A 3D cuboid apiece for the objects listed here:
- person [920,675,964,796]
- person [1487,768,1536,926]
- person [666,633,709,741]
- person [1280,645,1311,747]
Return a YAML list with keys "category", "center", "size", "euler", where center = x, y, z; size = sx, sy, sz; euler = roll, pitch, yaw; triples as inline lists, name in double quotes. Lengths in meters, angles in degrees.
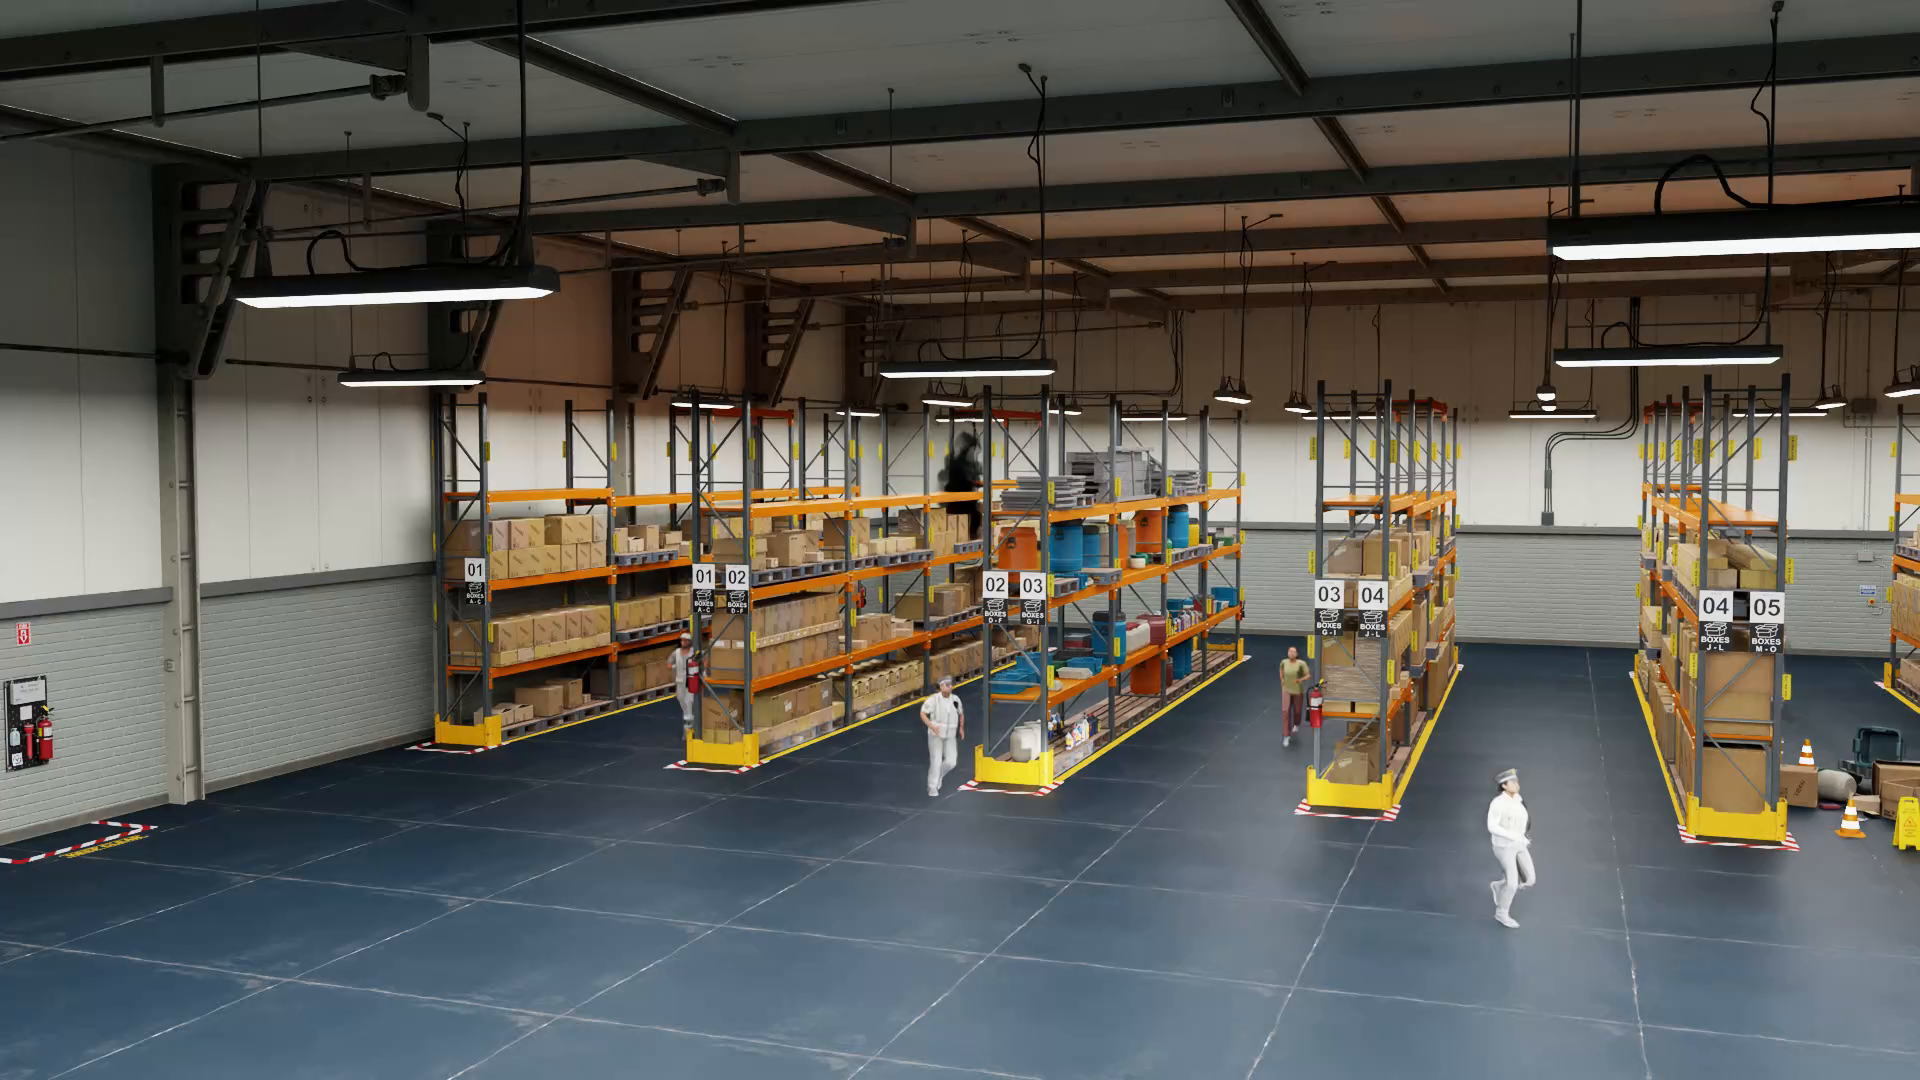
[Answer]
- category: "person"
  center: [-0.222, 2.845, 24.279]
  size: [0.709, 1.741, 0.501]
  euler: [-1, 3, -23]
- category: "person"
  center: [5.834, 3.239, 17.573]
  size: [0.658, 1.665, 0.530]
  euler: [-2, 4, -37]
- category: "person"
  center: [-4.799, 2.540, 29.183]
  size: [0.662, 1.846, 0.836]
  euler: [1, 3, 12]
- category: "person"
  center: [5.766, 2.657, 28.648]
  size: [0.542, 1.679, 1.085]
  euler: [1, 3, 14]
